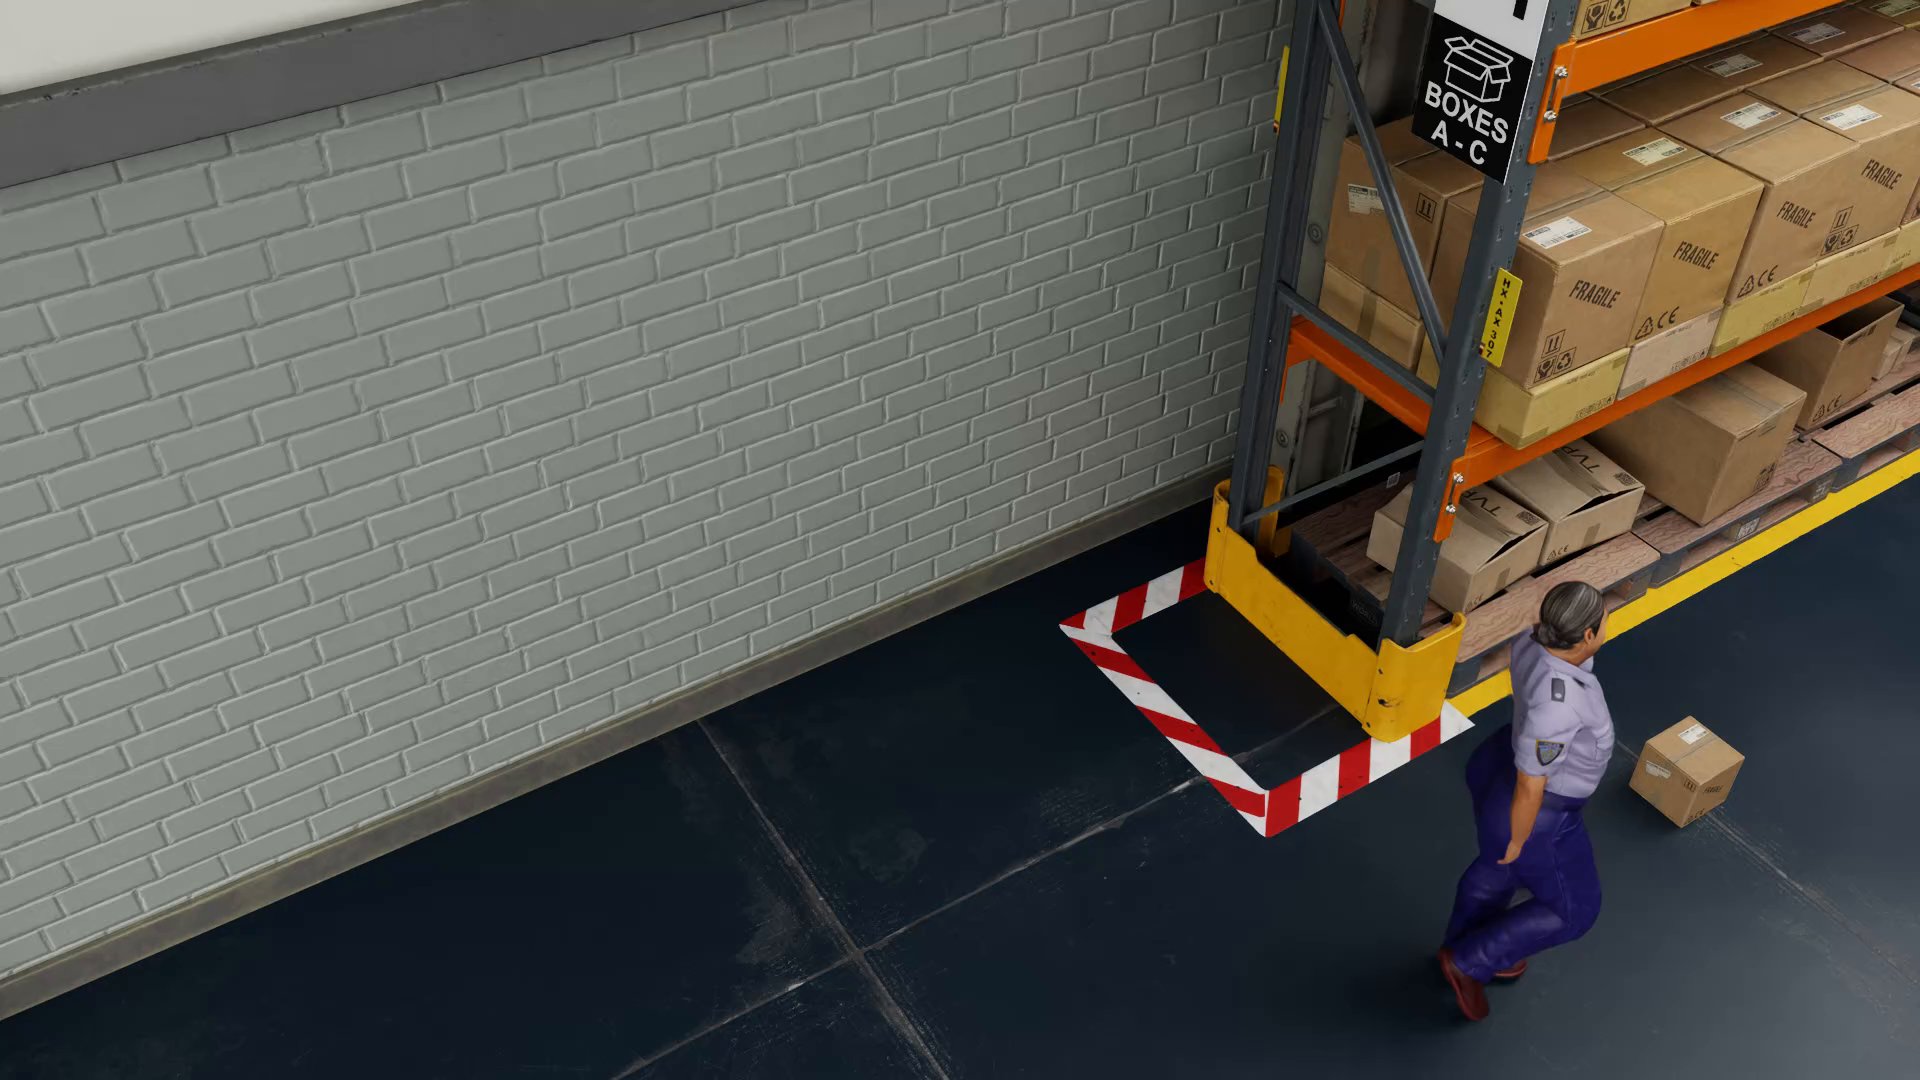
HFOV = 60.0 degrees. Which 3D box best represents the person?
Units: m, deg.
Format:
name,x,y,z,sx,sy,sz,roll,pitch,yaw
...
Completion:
name,x,y,z,sx,sy,sz,roll,pitch,yaw
person,1.805,0.826,5.206,0.438,1.637,0.550,2,41,2
